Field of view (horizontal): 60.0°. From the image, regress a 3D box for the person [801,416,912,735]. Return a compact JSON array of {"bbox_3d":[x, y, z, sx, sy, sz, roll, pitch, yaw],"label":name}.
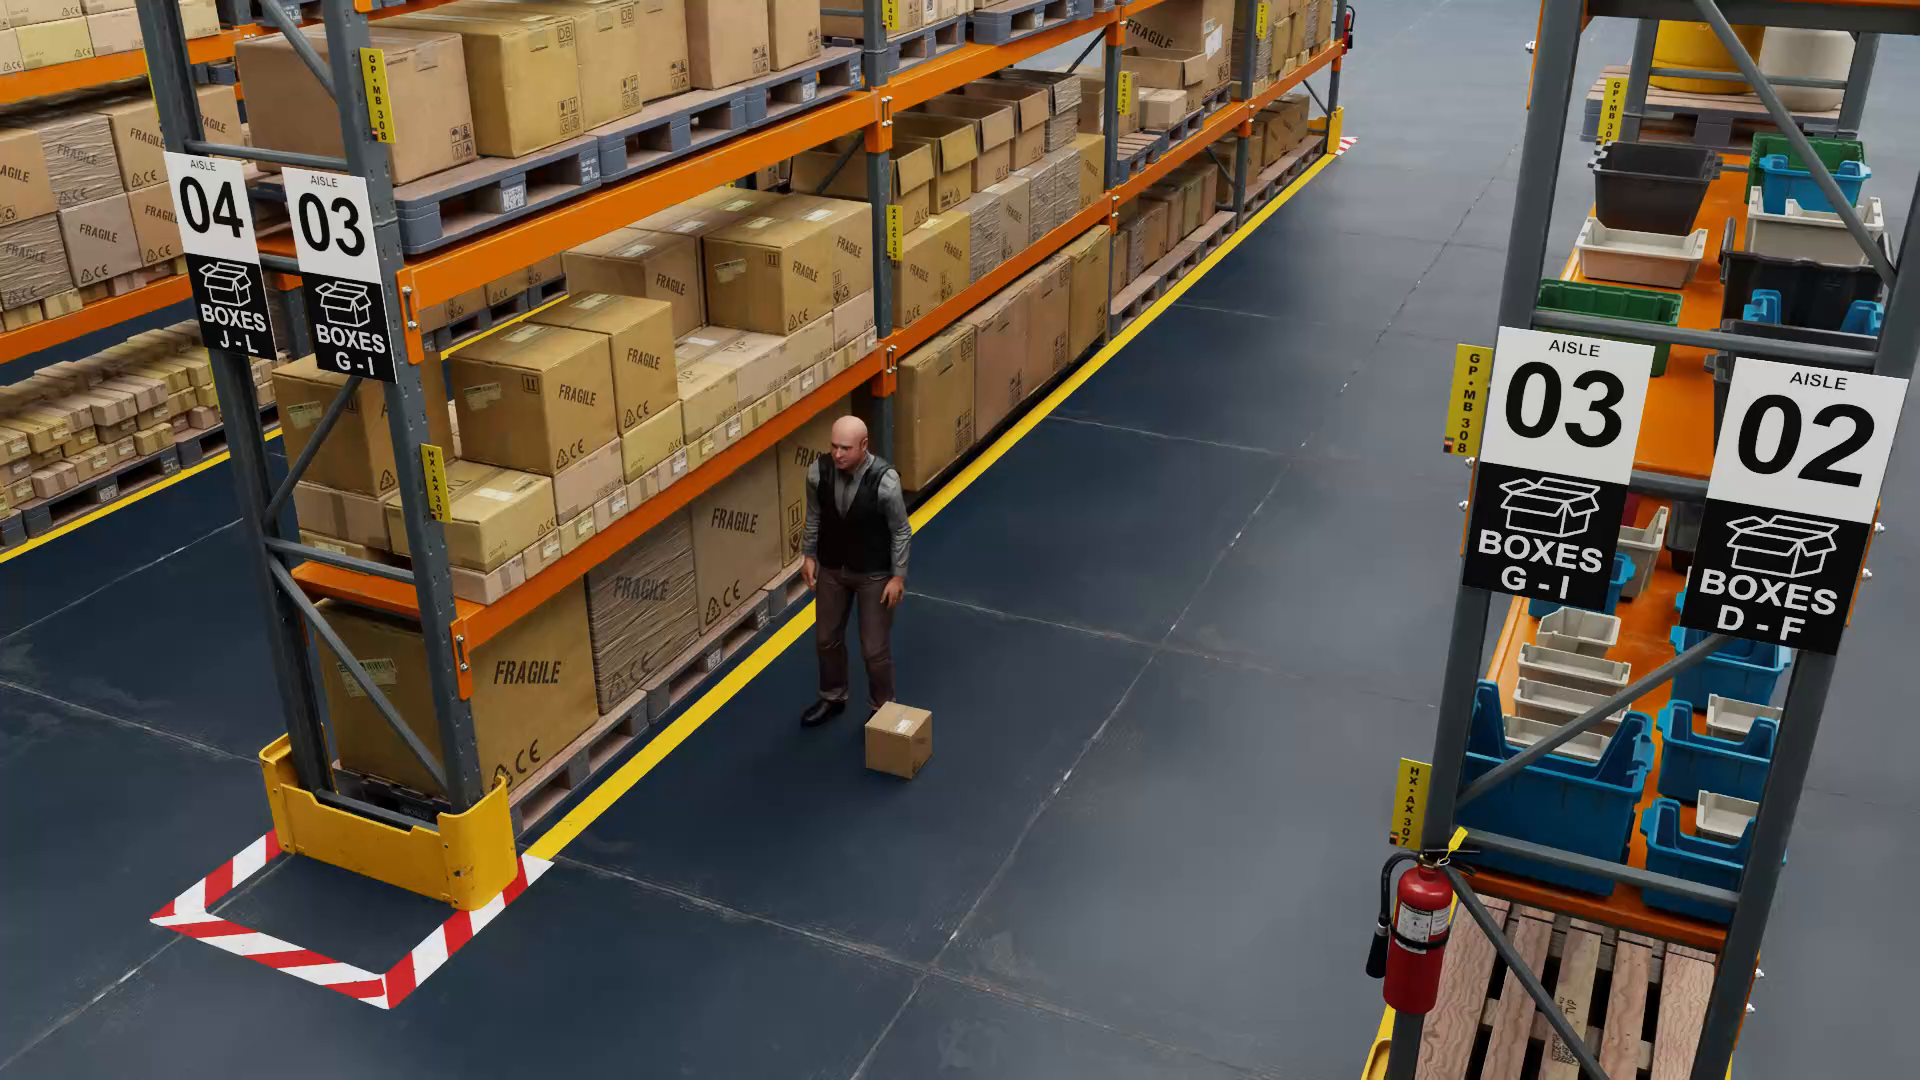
[{"bbox_3d":[-0.514,0.204,8.340,0.580,1.617,0.421,11,28,22],"label":"person"}]
